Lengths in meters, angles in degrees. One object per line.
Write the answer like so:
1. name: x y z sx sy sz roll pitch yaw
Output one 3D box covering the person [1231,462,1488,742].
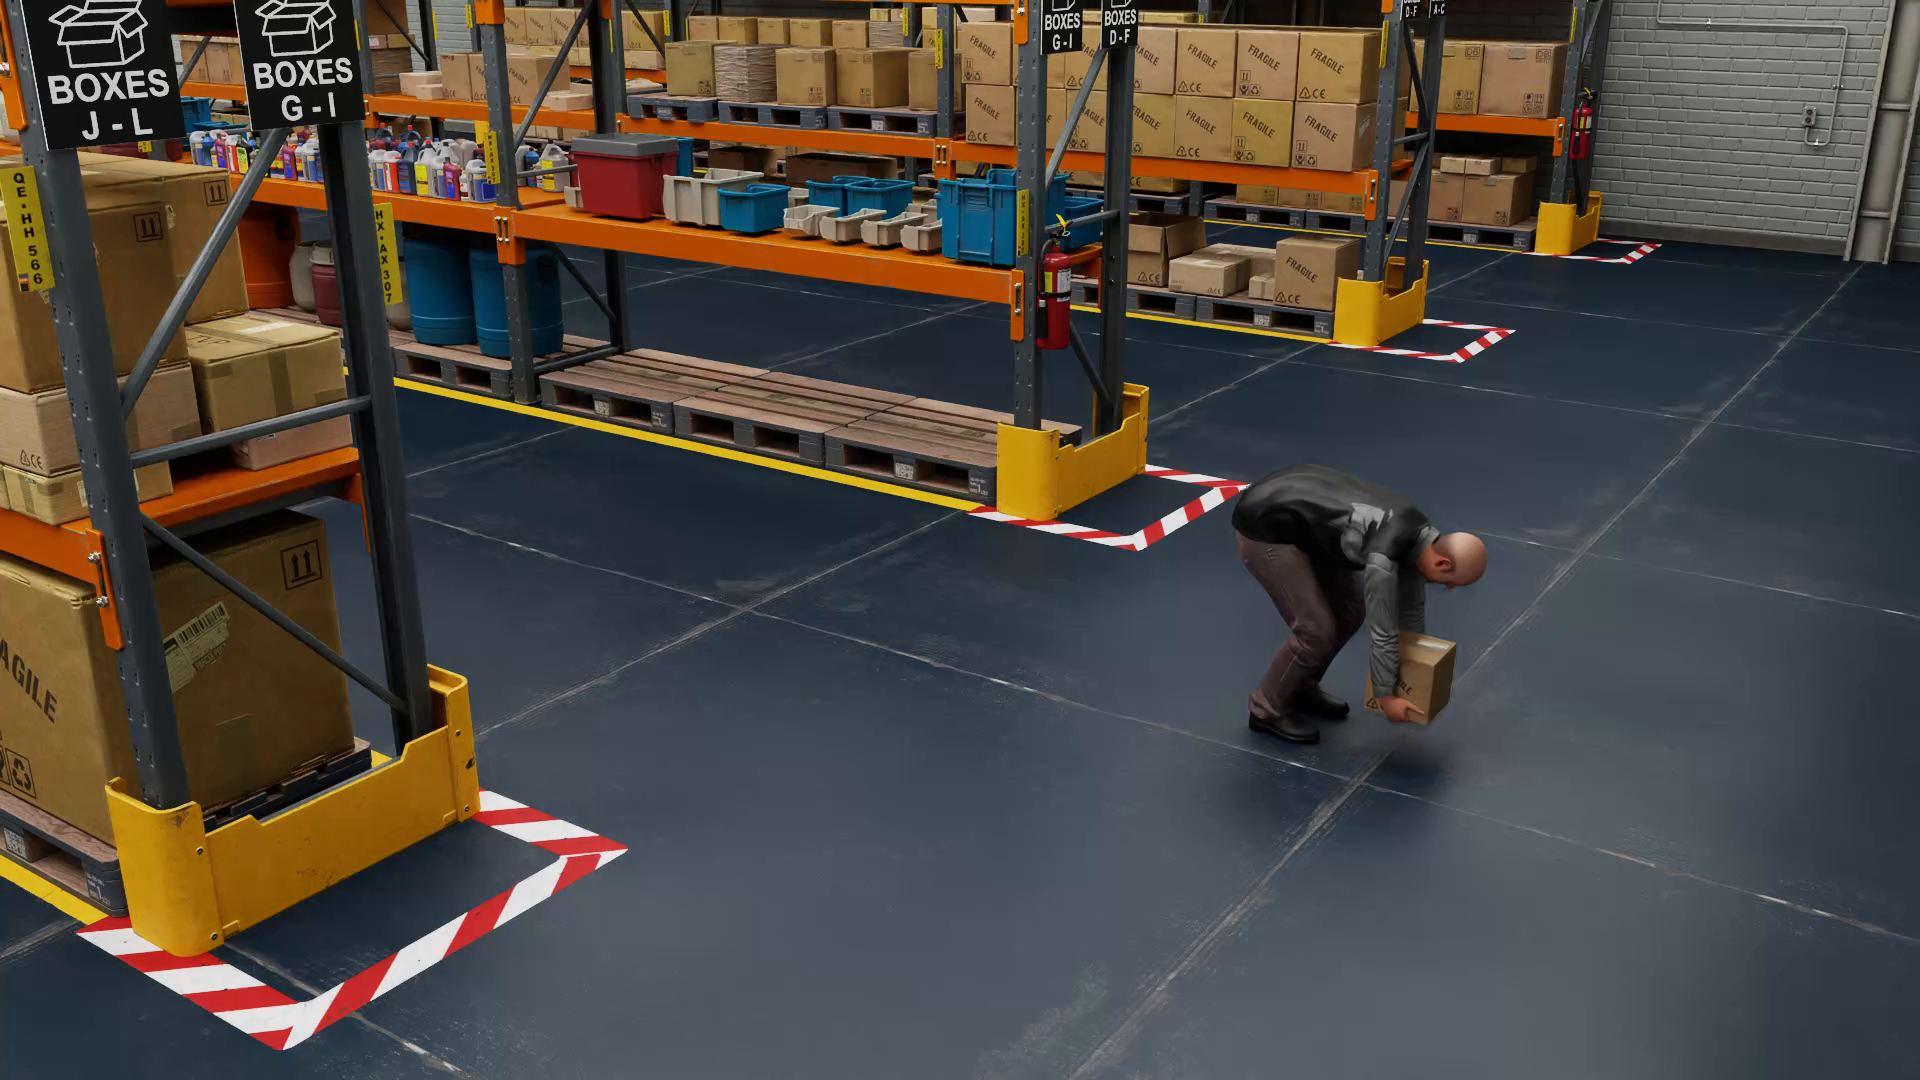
1. person: 1.508 0.255 6.371 0.958 1.065 0.489 12 23 30
